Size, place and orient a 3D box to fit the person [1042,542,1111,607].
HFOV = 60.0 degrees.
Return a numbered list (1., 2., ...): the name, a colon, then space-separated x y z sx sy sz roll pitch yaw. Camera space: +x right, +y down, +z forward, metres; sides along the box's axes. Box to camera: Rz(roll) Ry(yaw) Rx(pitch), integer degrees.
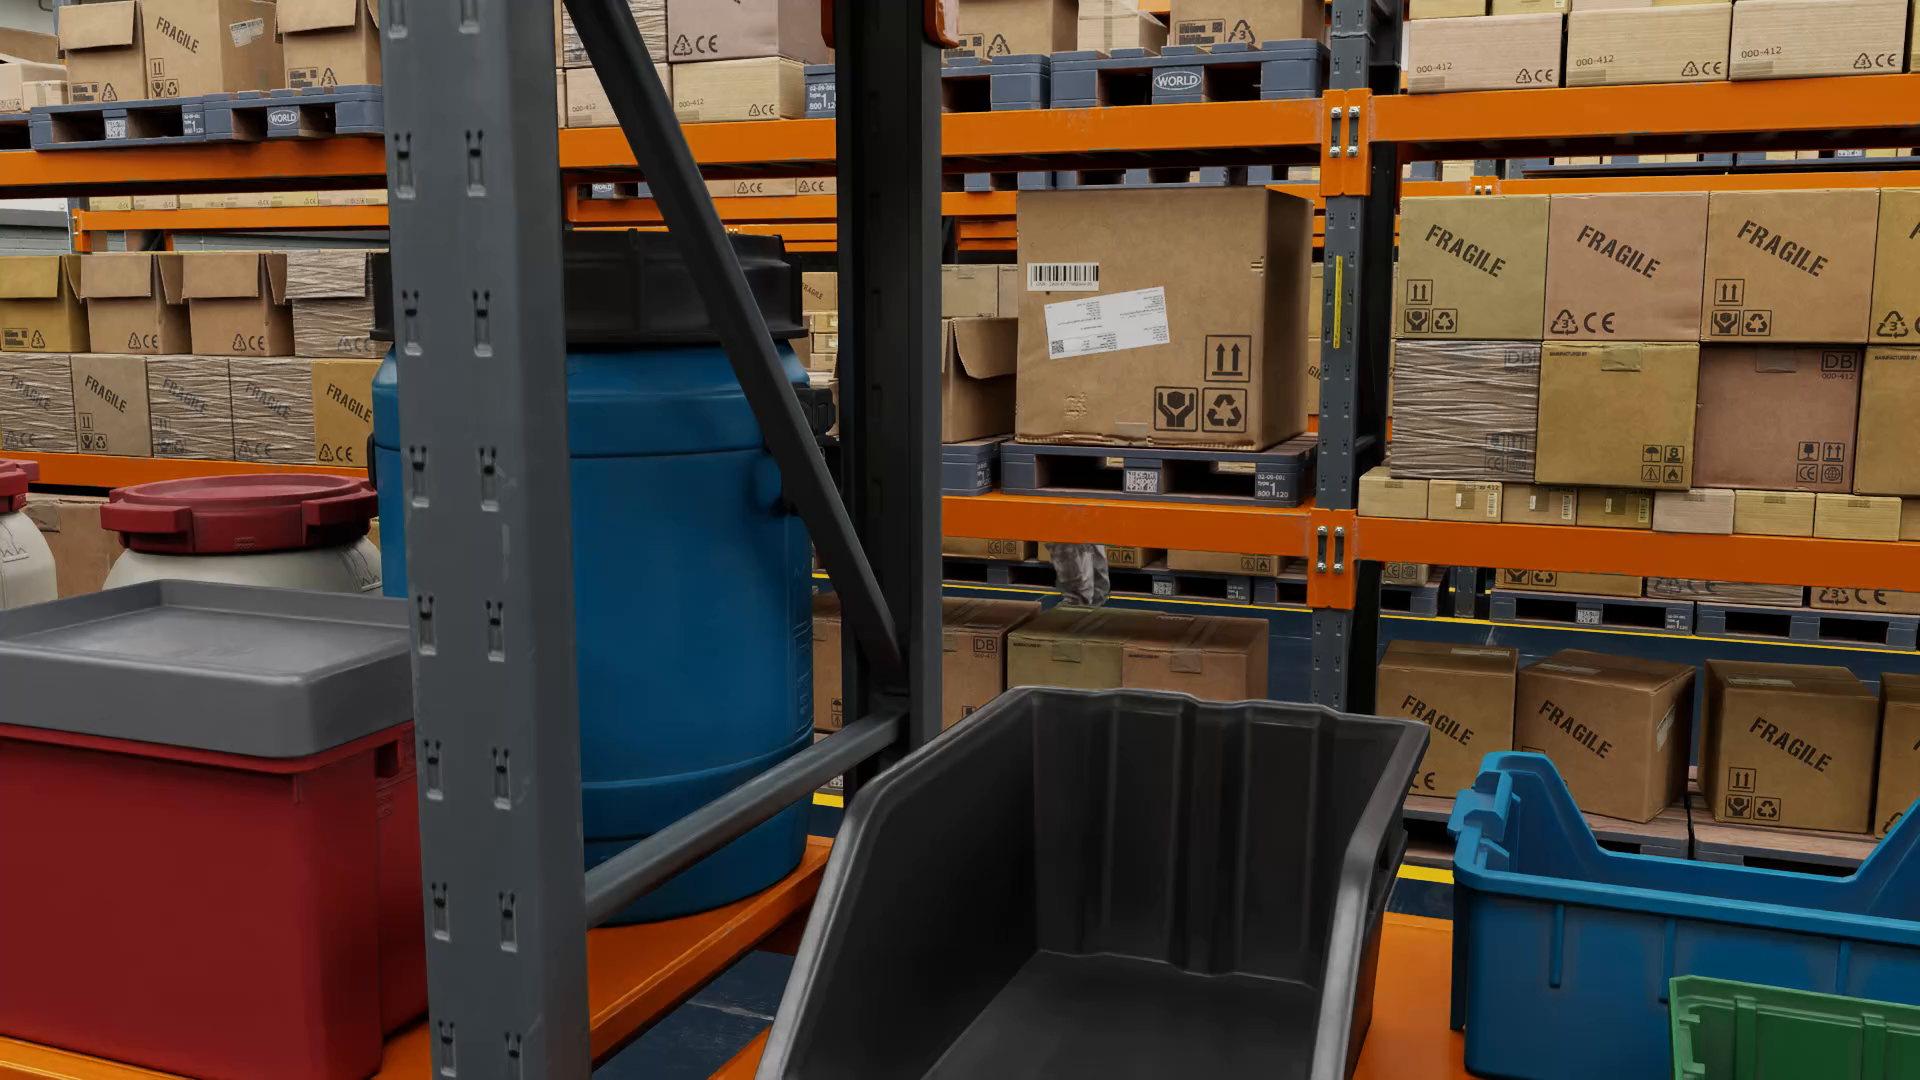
1. person: 0.654 -0.091 9.101 0.477 1.721 0.576 4 9 23
